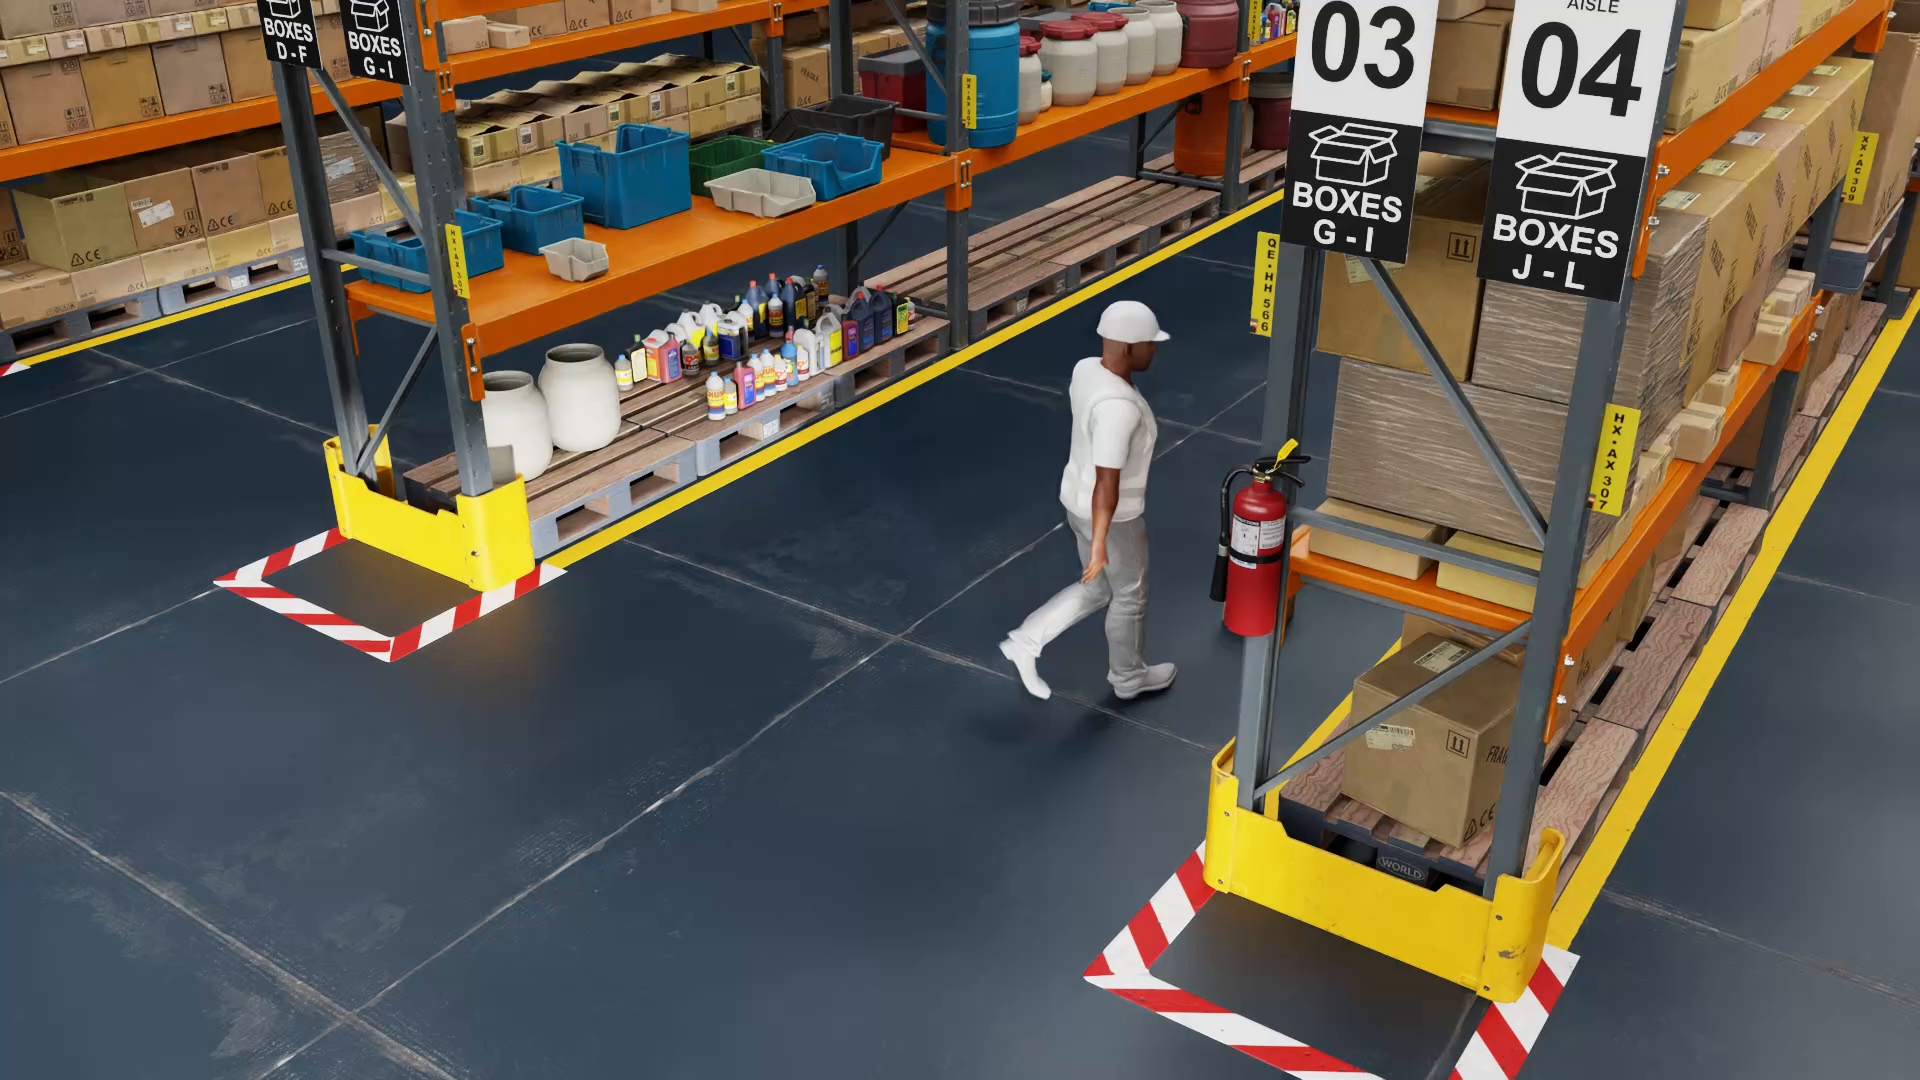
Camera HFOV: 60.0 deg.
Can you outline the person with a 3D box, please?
[{"bbox_3d":[0.552,-0.128,6.843,0.805,1.747,0.642,-6,27,-11],"label":"person"}]
